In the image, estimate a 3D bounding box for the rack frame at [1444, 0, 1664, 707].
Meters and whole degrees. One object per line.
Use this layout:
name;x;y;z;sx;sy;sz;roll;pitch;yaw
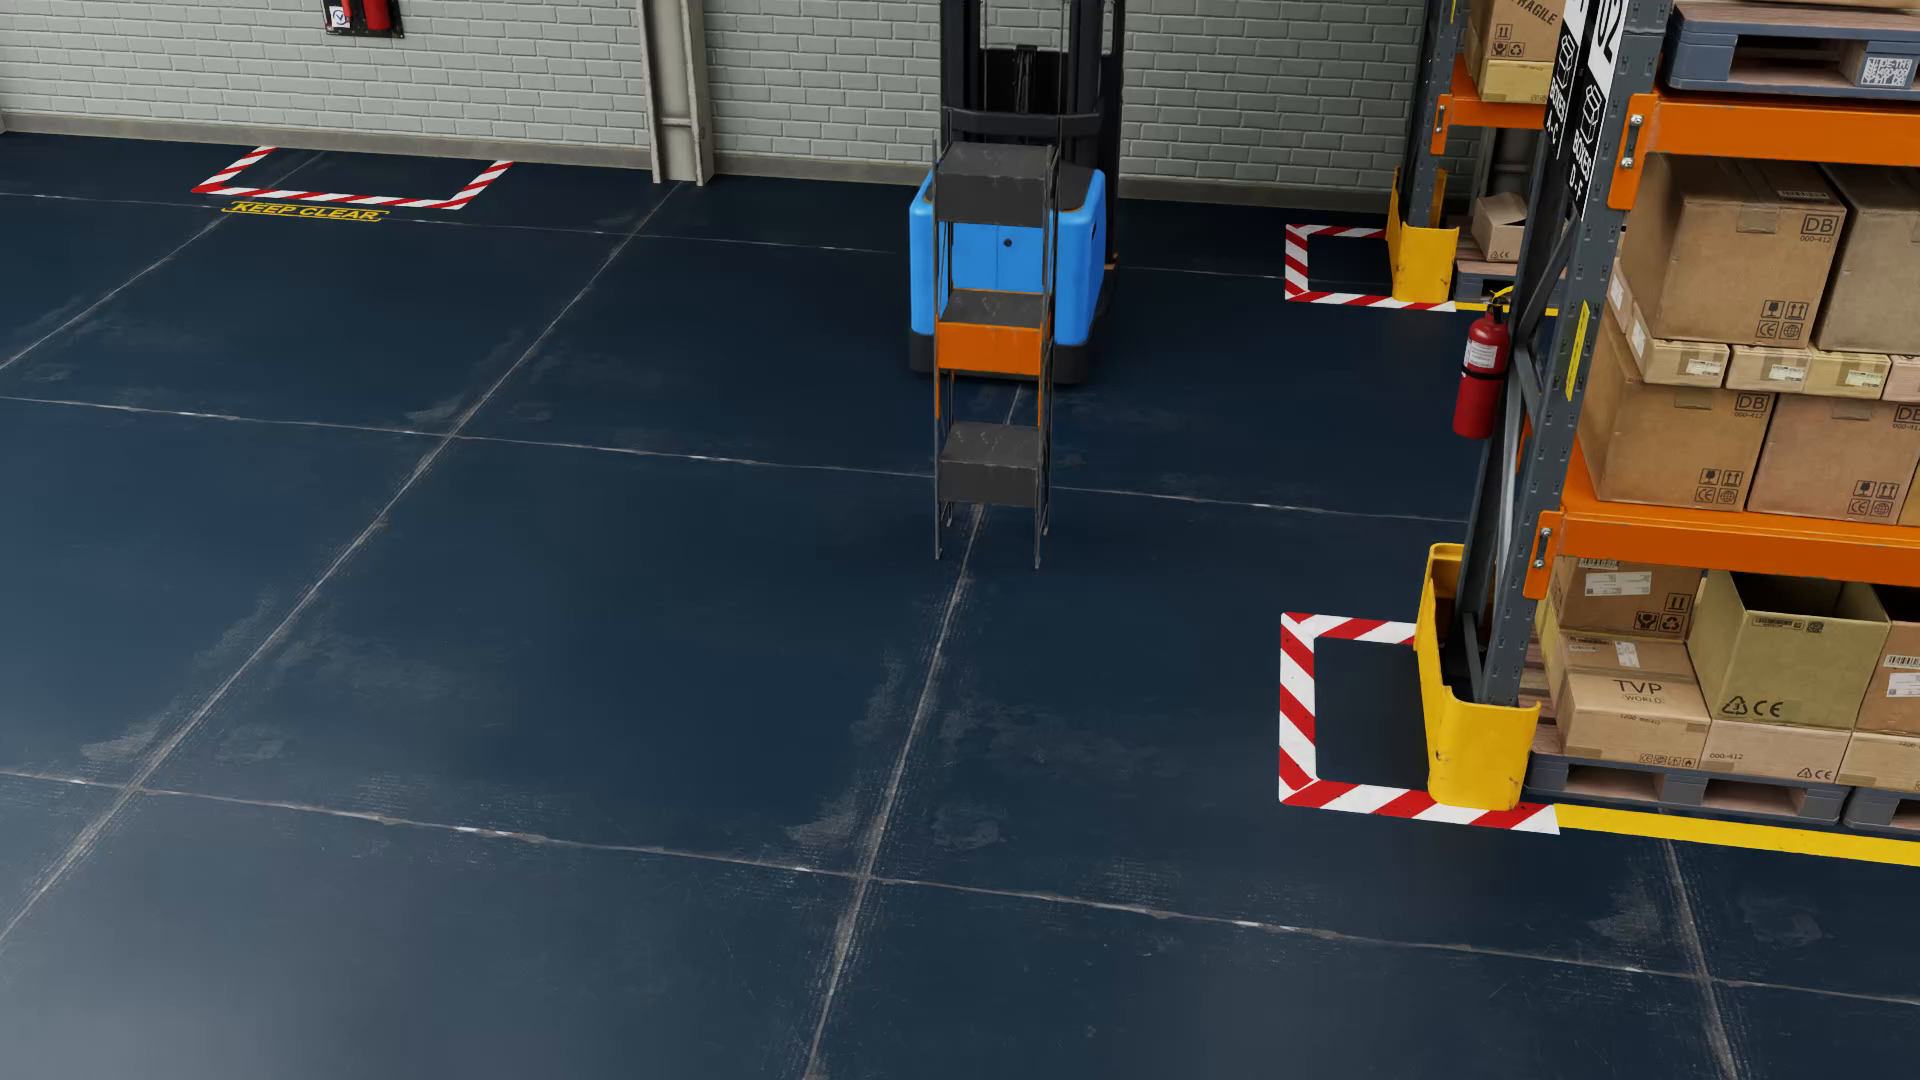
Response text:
rack frame;2.153;-0.517;6.249;0.127;3.000;1.000;5;32;8

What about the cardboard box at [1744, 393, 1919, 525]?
cardboard box;3.129;-0.467;6.074;0.500;0.500;0.700;6;33;9

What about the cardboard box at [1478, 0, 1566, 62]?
cardboard box;3.403;-3.171;9.905;0.500;0.500;0.500;5;32;8

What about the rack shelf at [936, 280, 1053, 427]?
rack shelf;0.163;-0.864;7.677;0.480;0.518;0.431;5;32;8

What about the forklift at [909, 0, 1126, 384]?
forklift;0.468;-2.907;10.132;1.130;2.935;3.031;5;32;8

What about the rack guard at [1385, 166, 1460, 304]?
rack guard;3.057;-2.042;11.041;0.348;0.500;1.175;5;32;8

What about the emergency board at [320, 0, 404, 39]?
emergency board;-4.526;-4.274;12.251;0.643;1.169;0.194;5;32;8

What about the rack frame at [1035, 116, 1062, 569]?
rack frame;0.404;-0.853;7.634;0.015;2.100;0.400;5;32;8

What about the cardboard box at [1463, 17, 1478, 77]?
cardboard box;3.476;-3.113;10.518;0.500;0.250;0.500;6;32;9

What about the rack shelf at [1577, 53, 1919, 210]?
rack shelf;4.124;-1.305;5.358;4.000;0.370;1.077;5;32;8

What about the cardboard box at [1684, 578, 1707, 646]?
cardboard box;3.226;0.402;6.976;0.500;0.250;0.500;5;32;8

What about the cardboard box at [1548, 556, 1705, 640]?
cardboard box;2.732;0.045;6.840;0.500;0.500;0.500;5;32;8

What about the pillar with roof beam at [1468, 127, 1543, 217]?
pillar with roof beam;3.094;-3.789;5.822;0.400;9.000;9.100;5;32;8

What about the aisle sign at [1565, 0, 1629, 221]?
aisle sign;2.037;-1.465;5.312;0.004;0.787;0.394;5;32;8

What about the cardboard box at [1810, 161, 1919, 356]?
cardboard box;3.182;-1.012;5.723;0.500;0.500;0.700;4;32;7

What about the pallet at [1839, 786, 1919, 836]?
pallet;4.113;0.822;6.738;1.213;0.211;1.003;5;32;8

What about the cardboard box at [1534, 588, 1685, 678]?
cardboard box;2.731;0.364;7.037;0.500;0.250;0.500;5;32;8

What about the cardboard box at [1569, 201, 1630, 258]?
cardboard box;4.211;-1.995;10.730;0.500;0.311;0.500;8;33;12

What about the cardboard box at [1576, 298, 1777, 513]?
cardboard box;2.611;-0.511;6.145;0.500;0.500;0.700;5;32;8

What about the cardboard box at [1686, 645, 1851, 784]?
cardboard box;3.138;0.678;6.536;0.500;0.250;0.500;5;32;8

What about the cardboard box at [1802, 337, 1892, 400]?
cardboard box;3.010;-0.641;5.742;0.250;0.149;0.380;5;32;8

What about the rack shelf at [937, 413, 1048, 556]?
rack shelf;0.163;-0.270;8.048;0.480;0.518;0.431;5;32;8

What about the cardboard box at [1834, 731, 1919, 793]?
cardboard box;3.630;0.722;6.465;0.500;0.250;0.500;5;32;8

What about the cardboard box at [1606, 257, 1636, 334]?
cardboard box;2.562;-0.900;6.155;0.250;0.149;0.380;5;32;7

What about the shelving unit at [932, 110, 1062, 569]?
shelving unit;0.163;-0.875;7.669;0.503;2.100;0.431;5;32;8

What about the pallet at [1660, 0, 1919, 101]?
pallet;2.845;-1.674;5.354;1.213;0.211;1.003;5;32;8

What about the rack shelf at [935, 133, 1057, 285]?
rack shelf;0.163;-1.457;7.305;0.480;0.518;0.431;5;32;8

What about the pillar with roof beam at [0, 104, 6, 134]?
pillar with roof beam;-8.735;-4.861;7.534;0.400;9.000;9.100;5;32;8

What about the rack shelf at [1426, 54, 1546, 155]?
rack shelf;4.954;-2.625;10.294;4.000;0.370;1.077;5;32;8

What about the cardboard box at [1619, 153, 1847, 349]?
cardboard box;2.663;-1.056;5.793;0.500;0.500;0.700;5;32;8

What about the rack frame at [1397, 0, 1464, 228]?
rack frame;2.983;-3.108;10.388;0.127;3.000;1.000;5;32;8

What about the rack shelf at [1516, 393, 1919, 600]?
rack shelf;4.124;-0.033;6.154;4.000;0.370;1.077;5;32;8

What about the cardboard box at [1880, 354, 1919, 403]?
cardboard box;3.258;-0.618;5.704;0.250;0.149;0.380;5;32;7

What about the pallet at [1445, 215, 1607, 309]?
pallet;3.852;-1.828;10.972;1.213;0.211;1.003;5;32;8

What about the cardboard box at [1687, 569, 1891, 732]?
cardboard box;3.137;0.361;6.336;0.500;0.500;0.500;5;32;8

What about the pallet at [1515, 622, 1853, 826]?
pallet;2.914;0.711;6.914;1.213;0.211;1.003;5;32;8

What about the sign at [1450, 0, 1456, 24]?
sign;2.891;-3.191;9.705;0.005;0.325;0.100;5;32;8

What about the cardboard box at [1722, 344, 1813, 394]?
cardboard box;2.764;-0.664;5.779;0.250;0.149;0.380;4;32;7

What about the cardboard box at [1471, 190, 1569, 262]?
cardboard box;3.649;-2.046;10.811;0.500;0.311;0.500;2;32;3

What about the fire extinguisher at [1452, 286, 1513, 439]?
fire extinguisher;2.114;-0.738;6.674;0.183;0.674;0.296;5;32;8

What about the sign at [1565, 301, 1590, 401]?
sign;2.054;-0.628;5.535;0.005;0.325;0.100;5;32;8

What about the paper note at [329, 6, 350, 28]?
paper note;-4.689;-3.953;12.568;0.142;0.148;0.016;5;32;8

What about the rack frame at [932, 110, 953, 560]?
rack frame;-0.077;-0.897;7.704;0.015;2.100;0.400;5;32;8

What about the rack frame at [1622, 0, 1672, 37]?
rack frame;2.153;-3.060;4.657;0.127;3.000;1.000;5;32;8

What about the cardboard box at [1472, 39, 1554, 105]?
cardboard box;3.410;-2.843;10.088;0.500;0.250;0.500;4;32;7

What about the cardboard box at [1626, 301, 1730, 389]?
cardboard box;2.503;-0.687;5.814;0.250;0.149;0.380;5;32;8

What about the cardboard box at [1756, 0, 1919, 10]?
cardboard box;2.719;-2.016;5.191;0.637;0.503;0.797;7;33;12

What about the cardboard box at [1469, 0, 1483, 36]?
cardboard box;3.483;-3.440;10.334;0.500;0.500;0.500;5;32;8

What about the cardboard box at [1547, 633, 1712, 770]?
cardboard box;2.644;0.635;6.604;0.500;0.250;0.500;5;32;8

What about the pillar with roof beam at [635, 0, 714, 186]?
pillar with roof beam;-2.821;-4.325;6.678;0.400;9.000;9.100;5;32;8

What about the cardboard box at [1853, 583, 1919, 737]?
cardboard box;3.632;0.398;6.275;0.500;0.500;0.500;5;32;8

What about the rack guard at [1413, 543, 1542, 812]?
rack guard;2.129;0.541;6.915;0.348;0.500;1.175;5;32;8

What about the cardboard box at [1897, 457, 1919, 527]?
cardboard box;3.618;-0.419;5.998;0.500;0.500;0.700;5;32;9

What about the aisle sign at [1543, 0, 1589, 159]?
aisle sign;2.137;-1.778;5.814;0.004;0.787;0.394;5;32;8
